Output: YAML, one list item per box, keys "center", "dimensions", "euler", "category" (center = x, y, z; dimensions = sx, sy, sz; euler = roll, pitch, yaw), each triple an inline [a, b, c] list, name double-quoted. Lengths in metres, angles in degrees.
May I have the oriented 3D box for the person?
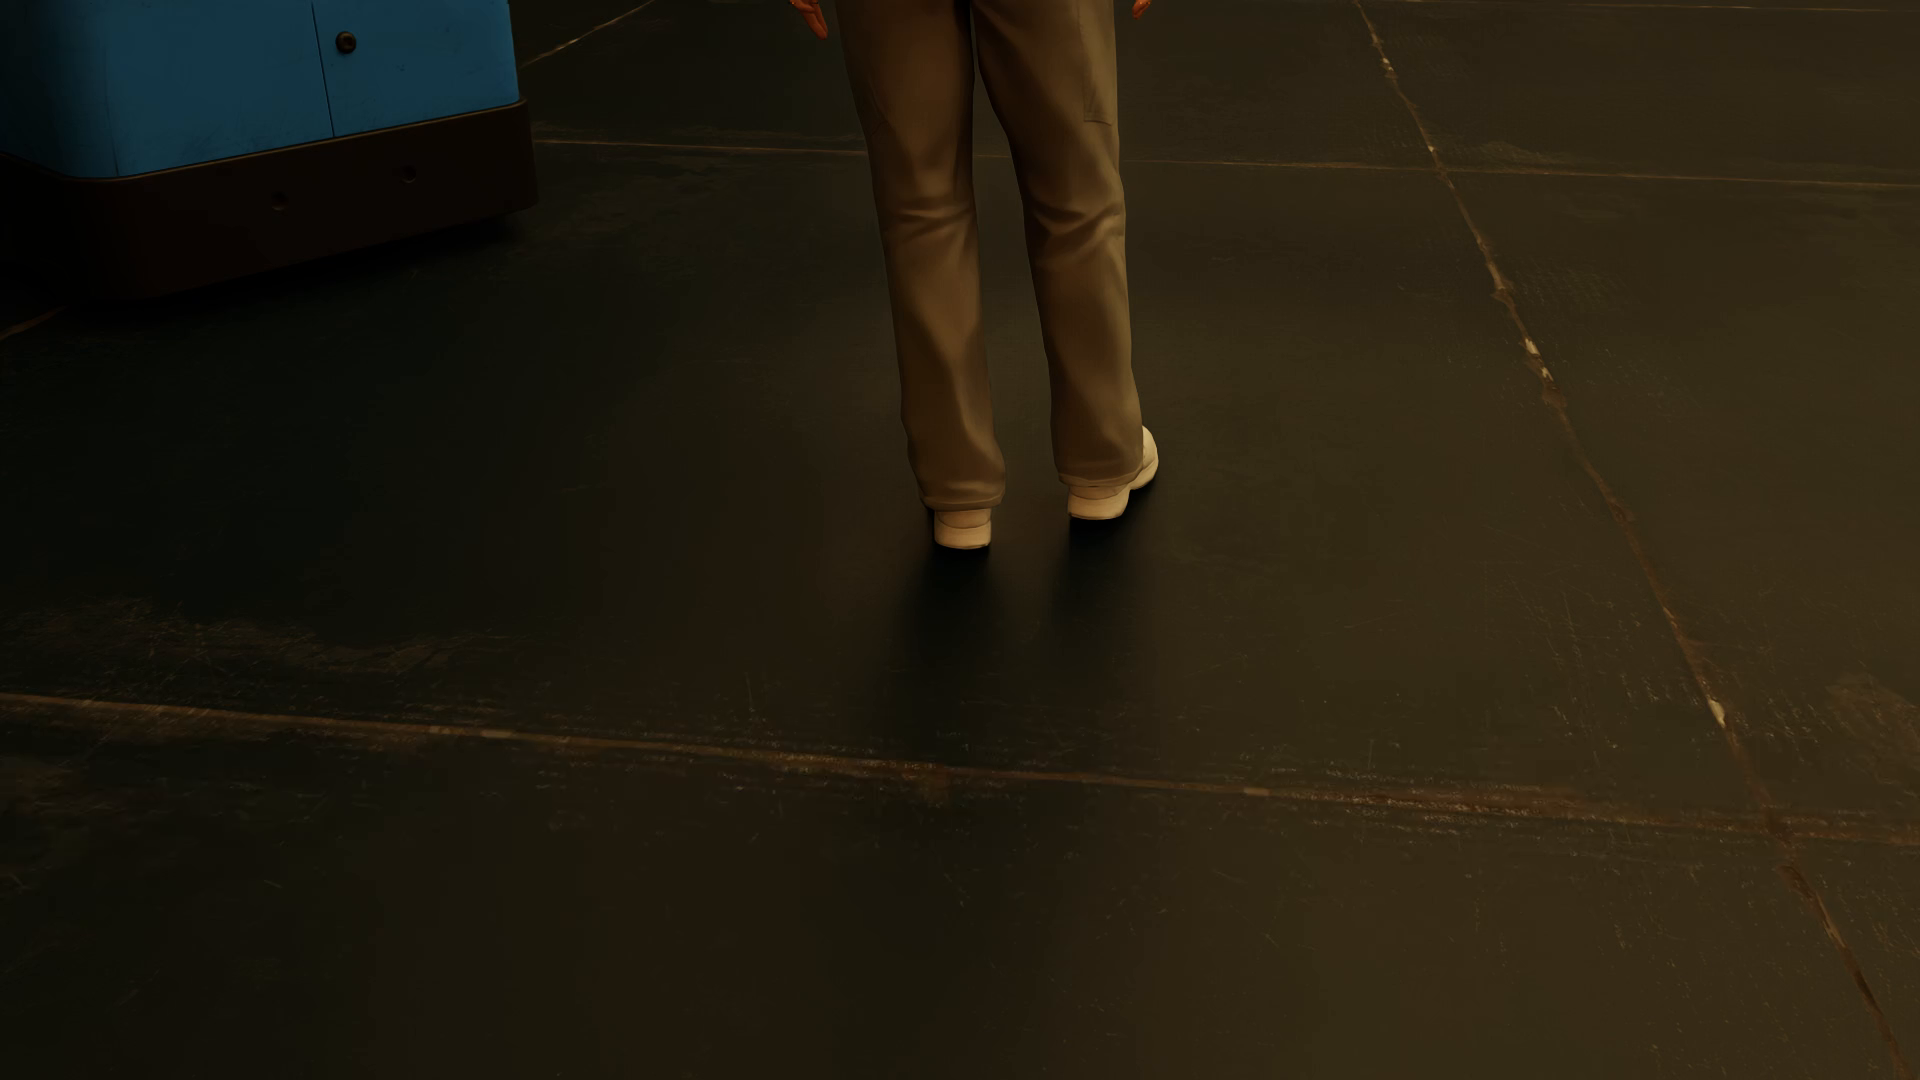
- center: [0.023, -0.788, 2.186]
  dimensions: [0.550, 1.675, 0.549]
  euler: [3, 27, 7]
  category: "person"

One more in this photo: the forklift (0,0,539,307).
- center: [-2.435, -2.323, 3.874]
  dimensions: [3.031, 2.935, 1.130]
  euler: [22, 34, 37]
  category: "forklift"
